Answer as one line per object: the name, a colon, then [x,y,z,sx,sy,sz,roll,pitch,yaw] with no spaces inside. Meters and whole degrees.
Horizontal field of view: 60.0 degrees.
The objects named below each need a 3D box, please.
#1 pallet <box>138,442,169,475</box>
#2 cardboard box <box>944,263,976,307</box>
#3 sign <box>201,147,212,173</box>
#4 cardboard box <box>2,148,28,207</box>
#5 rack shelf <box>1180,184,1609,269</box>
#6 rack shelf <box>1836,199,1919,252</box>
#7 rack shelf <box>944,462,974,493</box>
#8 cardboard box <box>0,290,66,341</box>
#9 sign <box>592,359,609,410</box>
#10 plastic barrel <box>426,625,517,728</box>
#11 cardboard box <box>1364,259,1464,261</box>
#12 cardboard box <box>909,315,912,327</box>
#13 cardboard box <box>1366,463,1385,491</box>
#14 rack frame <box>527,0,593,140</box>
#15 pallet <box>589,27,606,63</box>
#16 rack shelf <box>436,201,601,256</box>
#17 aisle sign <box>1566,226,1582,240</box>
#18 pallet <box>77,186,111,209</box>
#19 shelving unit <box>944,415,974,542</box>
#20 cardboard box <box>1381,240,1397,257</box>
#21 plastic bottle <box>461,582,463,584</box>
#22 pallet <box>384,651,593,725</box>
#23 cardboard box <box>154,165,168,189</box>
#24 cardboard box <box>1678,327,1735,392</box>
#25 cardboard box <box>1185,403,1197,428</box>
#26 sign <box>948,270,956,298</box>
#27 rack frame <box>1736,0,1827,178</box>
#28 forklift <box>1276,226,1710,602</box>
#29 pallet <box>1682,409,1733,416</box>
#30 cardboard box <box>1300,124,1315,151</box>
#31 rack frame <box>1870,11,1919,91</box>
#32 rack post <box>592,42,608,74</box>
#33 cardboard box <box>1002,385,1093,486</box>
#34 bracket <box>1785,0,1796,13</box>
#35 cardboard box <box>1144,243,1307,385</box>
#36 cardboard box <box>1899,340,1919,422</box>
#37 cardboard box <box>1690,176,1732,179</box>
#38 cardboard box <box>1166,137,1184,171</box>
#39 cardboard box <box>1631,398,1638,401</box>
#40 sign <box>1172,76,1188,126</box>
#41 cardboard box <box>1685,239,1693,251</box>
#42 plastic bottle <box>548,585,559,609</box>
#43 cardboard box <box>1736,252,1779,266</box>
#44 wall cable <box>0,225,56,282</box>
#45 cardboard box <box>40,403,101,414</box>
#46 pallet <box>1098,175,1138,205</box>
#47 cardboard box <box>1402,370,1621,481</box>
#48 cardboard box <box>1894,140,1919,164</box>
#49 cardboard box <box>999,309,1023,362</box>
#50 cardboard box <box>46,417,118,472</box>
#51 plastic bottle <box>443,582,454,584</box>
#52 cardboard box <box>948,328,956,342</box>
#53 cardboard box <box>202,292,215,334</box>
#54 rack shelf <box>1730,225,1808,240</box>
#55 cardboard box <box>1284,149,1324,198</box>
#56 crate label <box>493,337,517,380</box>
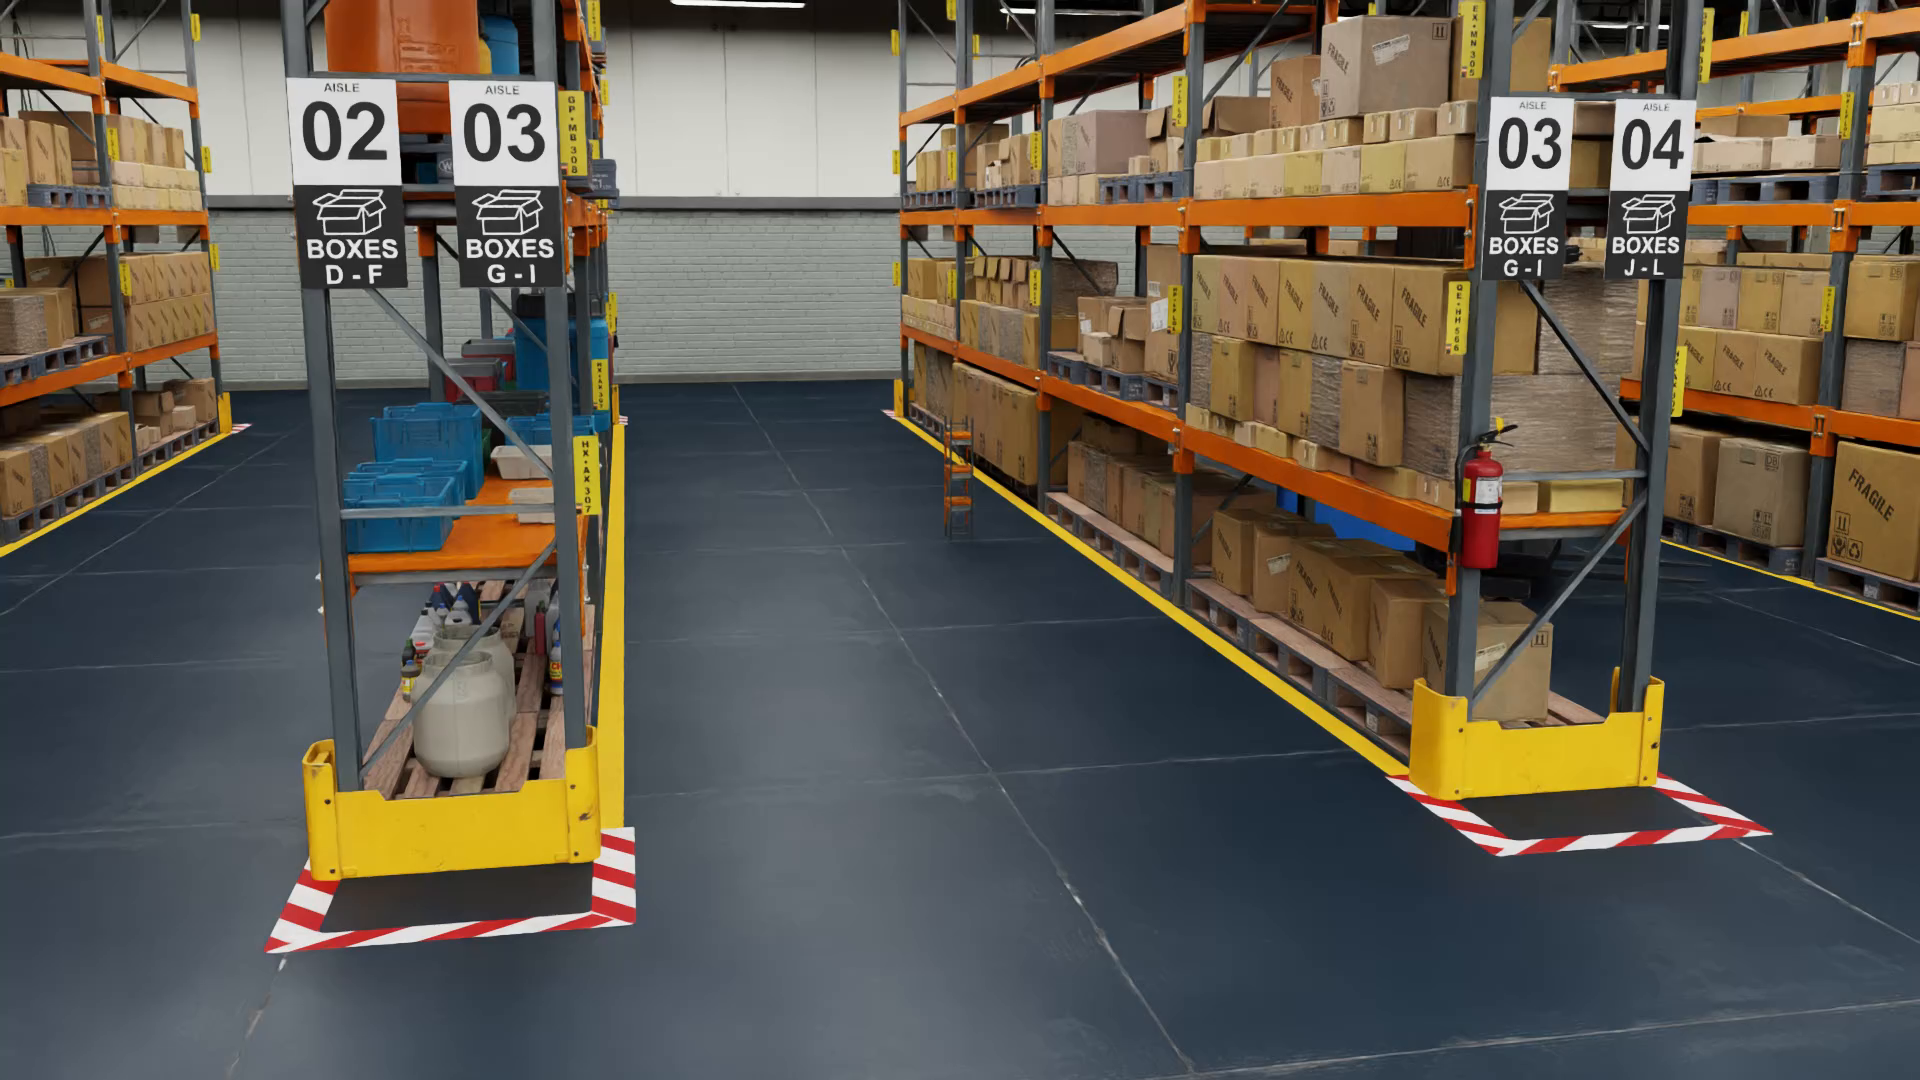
pallet: [-9.398,-0.888,18.297,1.003,0.211,1.213,-2,11,-11]
cardboard box: [0.101,-3.007,19.572,0.500,0.500,0.500,-2,11,-9]
sign: [-9.495,-4.790,20.953,0.100,0.325,0.005,-2,11,-11]
cardboard box: [-8.805,-3.189,14.637,0.910,0.500,0.500,-2,11,-11]
rack shelf: [2.398,-1.777,9.415,1.077,0.370,4.000,-2,11,-11]
rack shelf: [7.283,-1.939,10.265,1.077,0.370,4.000,-2,11,-11]
rack shelf: [-0.010,-0.515,14.152,0.215,0.259,0.240,-2,11,-11]
cardboard box: [-9.196,-2.168,16.176,0.700,0.500,0.500,0,11,-2]
sign: [-2.308,-0.998,10.677,0.100,0.325,0.005,-2,11,-11]
plastic barrel: [-2.372,0.696,8.050,0.421,0.512,0.421,0,11,0]
cardboard box: [2.655,-1.363,9.597,0.500,0.500,0.500,-2,11,-11]
cardboard box: [-0.478,-2.931,22.243,0.380,0.149,0.250,-2,11,-12]
cardboard box: [2.348,-0.348,8.675,0.380,0.149,0.250,-2,11,-11]
rack frame: [-3.628,-4.525,13.902,1.000,3.000,0.127,-2,11,-11]
pallet: [-3.738,-4.369,14.658,1.213,0.211,1.003,-2,11,-11]
rack shelf: [-3.239,-2.331,12.323,1.077,0.370,4.000,-2,11,-11]
aisle sign: [9.097,-4.865,24.783,0.394,0.787,0.004,-2,11,-11]
pallet: [-9.207,-3.391,16.470,1.213,0.211,1.003,-2,11,-11]
shelving unit: [-0.010,-0.526,14.150,0.215,1.050,0.252,-2,11,-11]
cardboard box: [5.489,-3.431,20.465,0.500,0.500,0.500,-2,11,-10]
plastic bottle: [-3.024,0.403,10.145,0.061,0.283,0.133,-2,11,-11]
pallet: [-2.519,0.875,9.036,1.003,0.211,1.213,-2,11,-11]
cardboard box: [-9.398,-4.151,19.025,0.500,0.250,0.500,-2,11,-11]
cardboard box: [6.333,-1.506,13.822,0.500,0.500,0.500,-2,11,-10]
cardboard box: [1.756,-0.850,11.314,0.380,0.149,0.250,-2,11,-11]
sign: [-0.091,-2.935,19.068,0.100,0.325,0.005,-2,11,-11]
rack frame: [10.174,-5.799,20.596,1.000,3.000,0.127,-2,11,-11]
forklift: [3.935,-1.106,12.166,3.031,2.935,1.130,5,12,24]
pallet: [10.102,-1.624,22.166,1.003,0.211,1.213,-2,11,-11]
cardboard box: [2.144,-2.265,9.388,0.380,0.149,0.250,-2,11,-10]
rack frame: [14.264,-6.714,25.403,1.000,3.000,0.127,-2,11,-11]
rack post: [-3.887,-4.646,15.877,0.937,0.300,0.954,-1,11,-5]
cardboard box: [1.117,-1.048,16.238,1.225,0.875,0.875,-3,11,-14]
bracket: [14.194,-9.072,28.169,0.235,0.232,0.430,-2,11,-11]
cardboard box: [1.992,-1.676,12.252,1.000,1.000,1.000,-2,11,-11]
cardboard box: [7.106,-1.092,11.512,0.875,0.550,0.550,-2,11,-11]
cardboard box: [6.613,-3.424,14.989,0.500,0.311,0.500,-2,11,-11]
cardboard box: [1.728,-2.807,12.135,0.396,0.266,0.258,-2,11,-9]
cardboard box: [9.808,-2.248,23.715,0.875,0.438,0.875,-2,11,-9]
sign: [1.465,-2.924,11.080,0.100,0.325,0.005,-2,11,-11]
cardboard box: [9.751,-3.900,21.987,0.380,0.149,0.250,-2,11,-11]
plastic bottle: [-2.342,0.443,9.754,0.144,0.351,0.185,-2,11,-11]
cardboard box: [9.977,-3.301,20.576,0.500,0.500,0.500,-2,11,-10]
wall cable: [-15.651,-5.157,25.527,3.097,2.526,0.112,-2,11,-11]
cardboard box: [-9.654,-1.214,18.062,0.500,0.500,0.500,-2,11,-11]
pallet: [1.788,-2.713,12.906,1.213,0.211,1.003,-2,11,-11]
cardboard box: [2.707,-0.588,8.199,0.875,0.500,0.500,-2,11,-11]
cardboard box: [6.683,-2.665,11.435,0.380,0.149,0.250,-2,11,-11]
cardboard box: [0.696,-2.075,16.810,0.500,0.500,0.500,-2,11,-13]
cardboard box: [-8.800,-0.949,16.669,0.500,0.500,0.500,-2,11,-11]
plastic bottle: [-3.218,0.355,10.432,0.097,0.271,0.097,0,11,0]
cardboard box: [0.072,-2.412,19.519,0.380,0.149,0.250,-2,11,-11]
cardboard box: [-9.689,-2.842,20.840,0.500,0.500,0.500,-2,11,-9]
rack shelf: [10.563,-3.605,19.017,1.077,0.370,4.000,-2,11,-11]
cardboard box: [2.149,-2.047,9.310,0.500,0.250,0.500,-2,11,-12]
crate label: [-3.700,-1.403,13.451,0.502,0.435,0.616,-2,11,-11]
